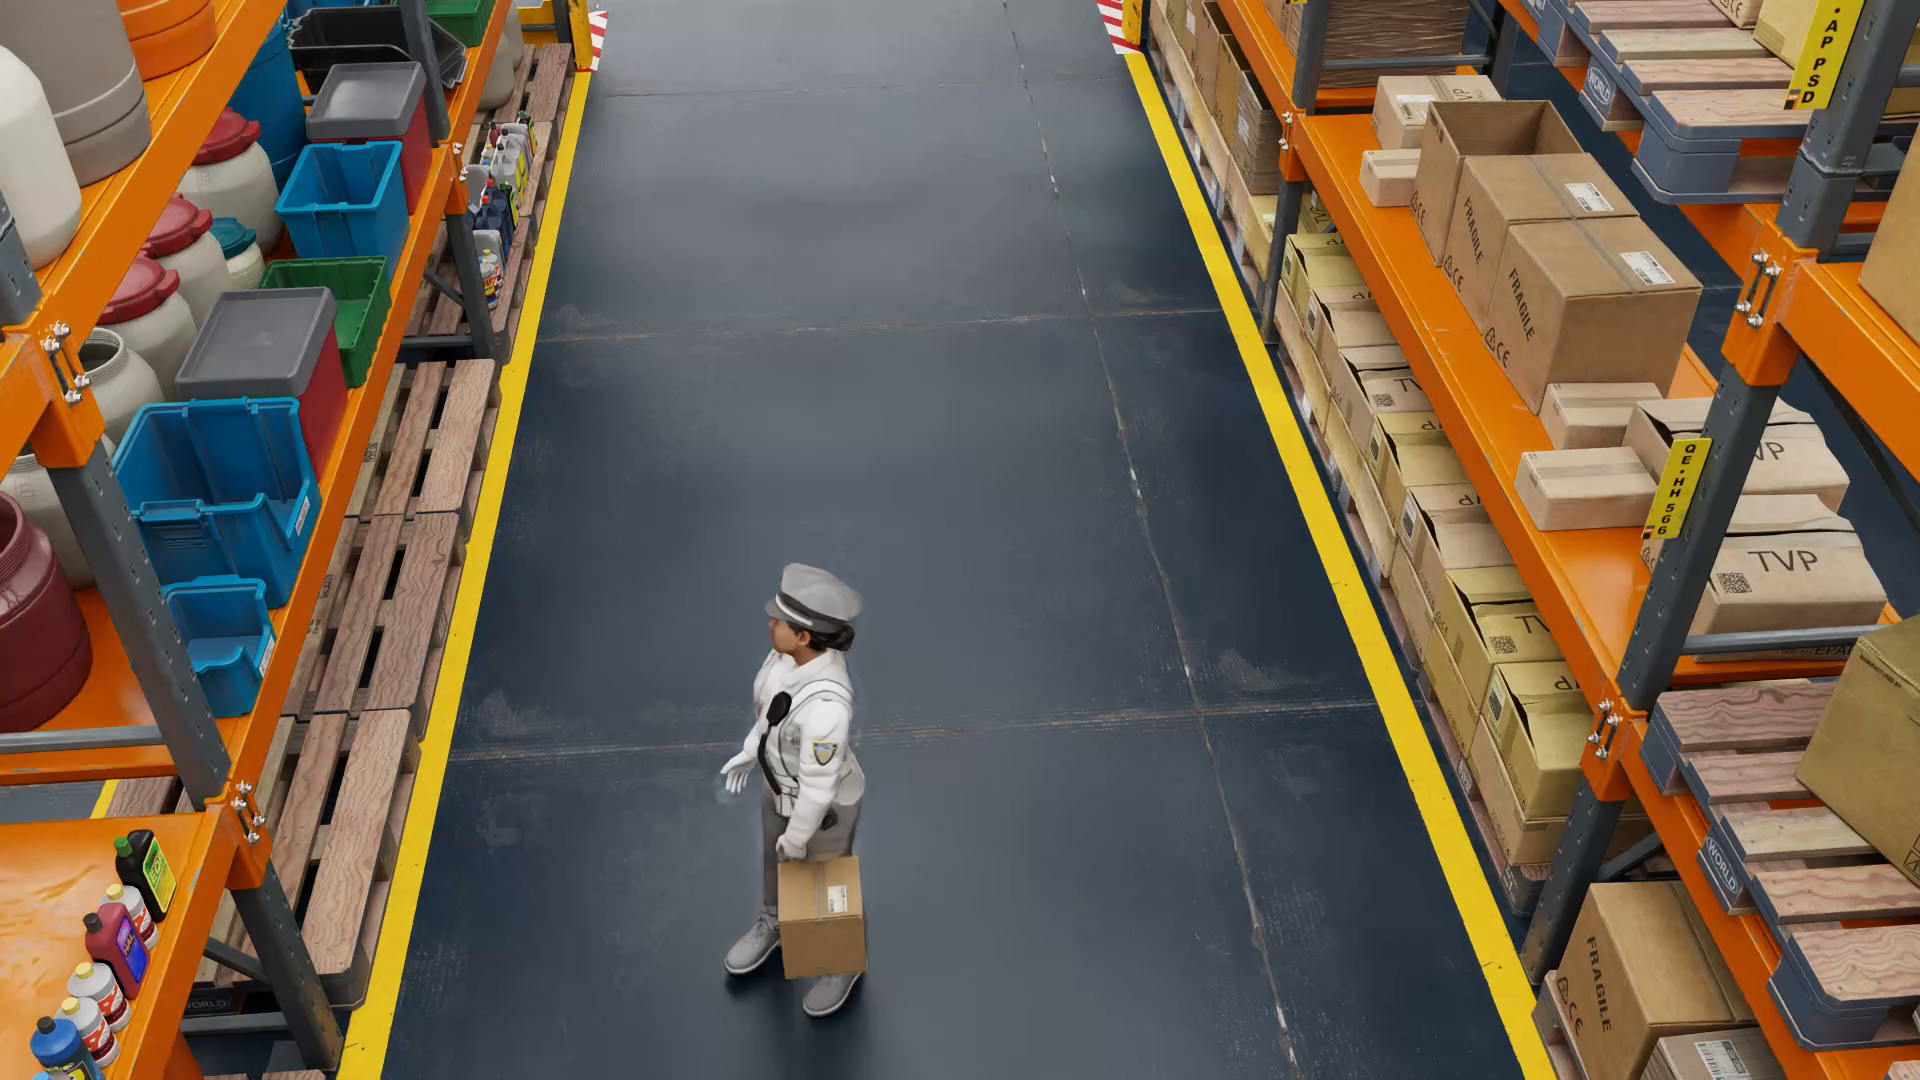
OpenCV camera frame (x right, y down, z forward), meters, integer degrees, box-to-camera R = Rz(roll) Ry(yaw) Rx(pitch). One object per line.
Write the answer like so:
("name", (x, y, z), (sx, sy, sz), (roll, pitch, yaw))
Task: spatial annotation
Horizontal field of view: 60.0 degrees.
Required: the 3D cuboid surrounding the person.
("person", (-0.514, 0.806, 5.124), (0.533, 1.694, 0.501), (-14, 41, -16))
